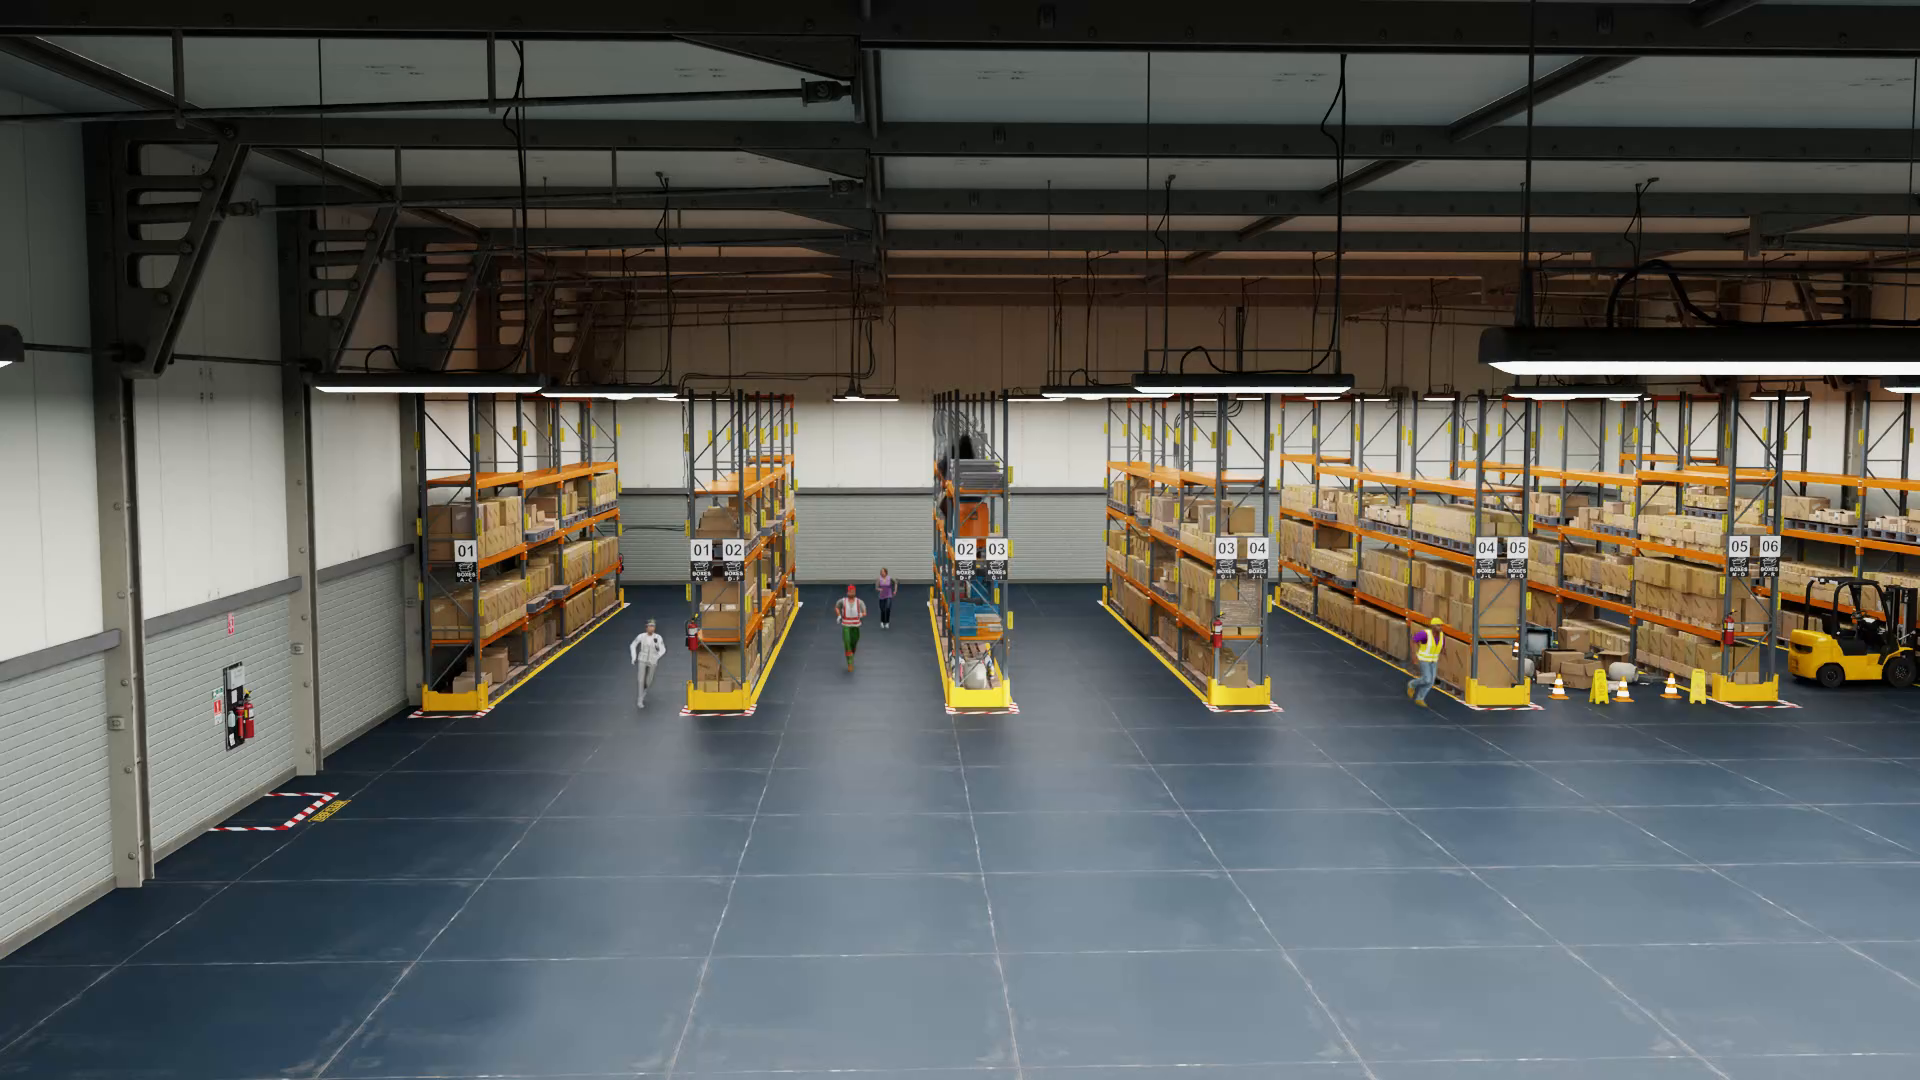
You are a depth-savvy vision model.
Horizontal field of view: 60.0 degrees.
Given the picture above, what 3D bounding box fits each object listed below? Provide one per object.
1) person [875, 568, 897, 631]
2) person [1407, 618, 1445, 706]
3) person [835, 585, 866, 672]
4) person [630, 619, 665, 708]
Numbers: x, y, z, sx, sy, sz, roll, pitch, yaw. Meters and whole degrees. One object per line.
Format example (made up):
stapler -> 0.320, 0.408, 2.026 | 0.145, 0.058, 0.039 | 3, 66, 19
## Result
person -> -1.877, 1.488, 42.131 | 0.544, 1.586, 0.813 | 0, 5, 4
person -> 8.915, 2.306, 31.708 | 0.692, 1.701, 0.692 | -2, 5, -28
person -> -2.351, 1.878, 35.985 | 0.652, 1.805, 0.983 | -1, 5, -10
person -> -5.949, 2.331, 31.698 | 0.662, 1.663, 0.711 | -1, 5, -13
